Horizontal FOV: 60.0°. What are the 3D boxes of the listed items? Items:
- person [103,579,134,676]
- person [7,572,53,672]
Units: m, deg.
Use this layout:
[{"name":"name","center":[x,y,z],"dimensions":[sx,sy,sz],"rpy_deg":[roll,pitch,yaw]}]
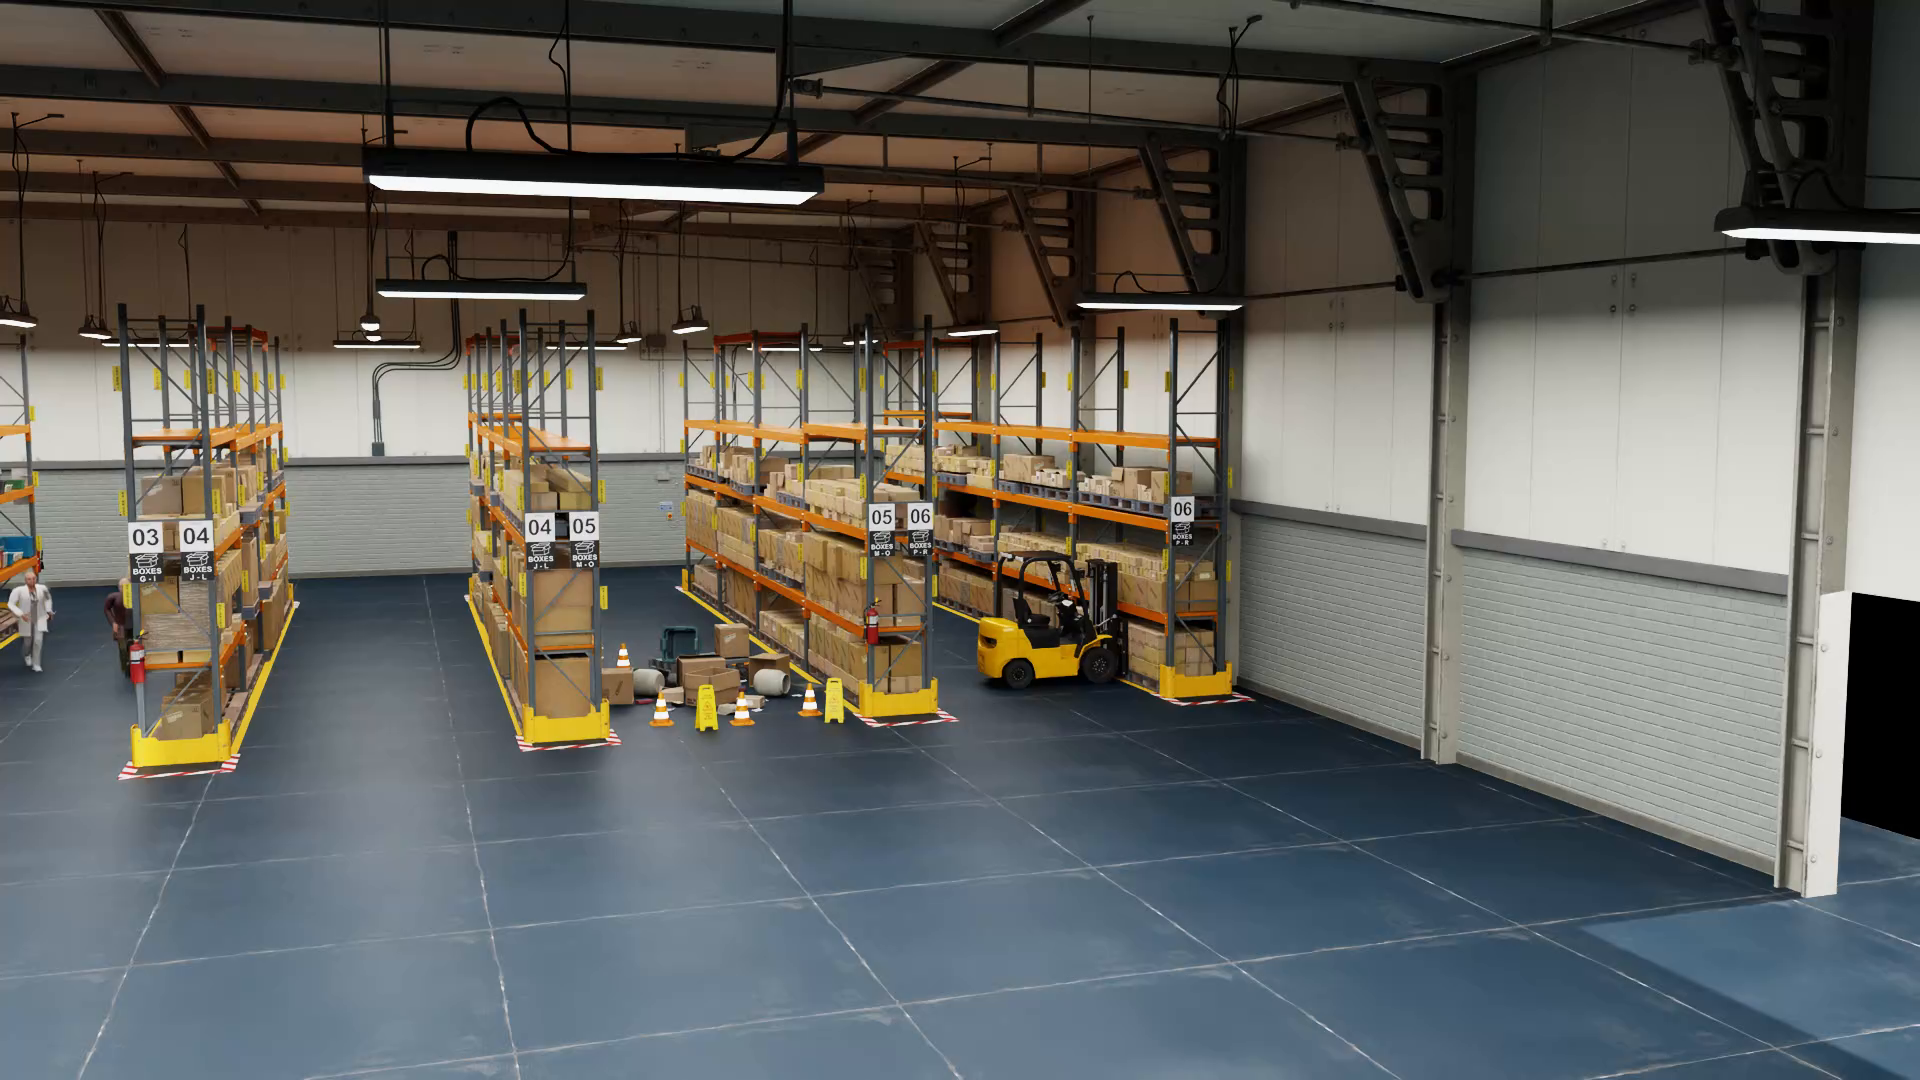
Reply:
[{"name":"person","center":[-14.209,1.452,28.388],"dimensions":[0.733,1.652,0.932],"rpy_deg":[-5,7,-41]},{"name":"person","center":[-16.177,1.455,28.940],"dimensions":[0.708,1.626,0.855],"rpy_deg":[-4,7,-37]}]
